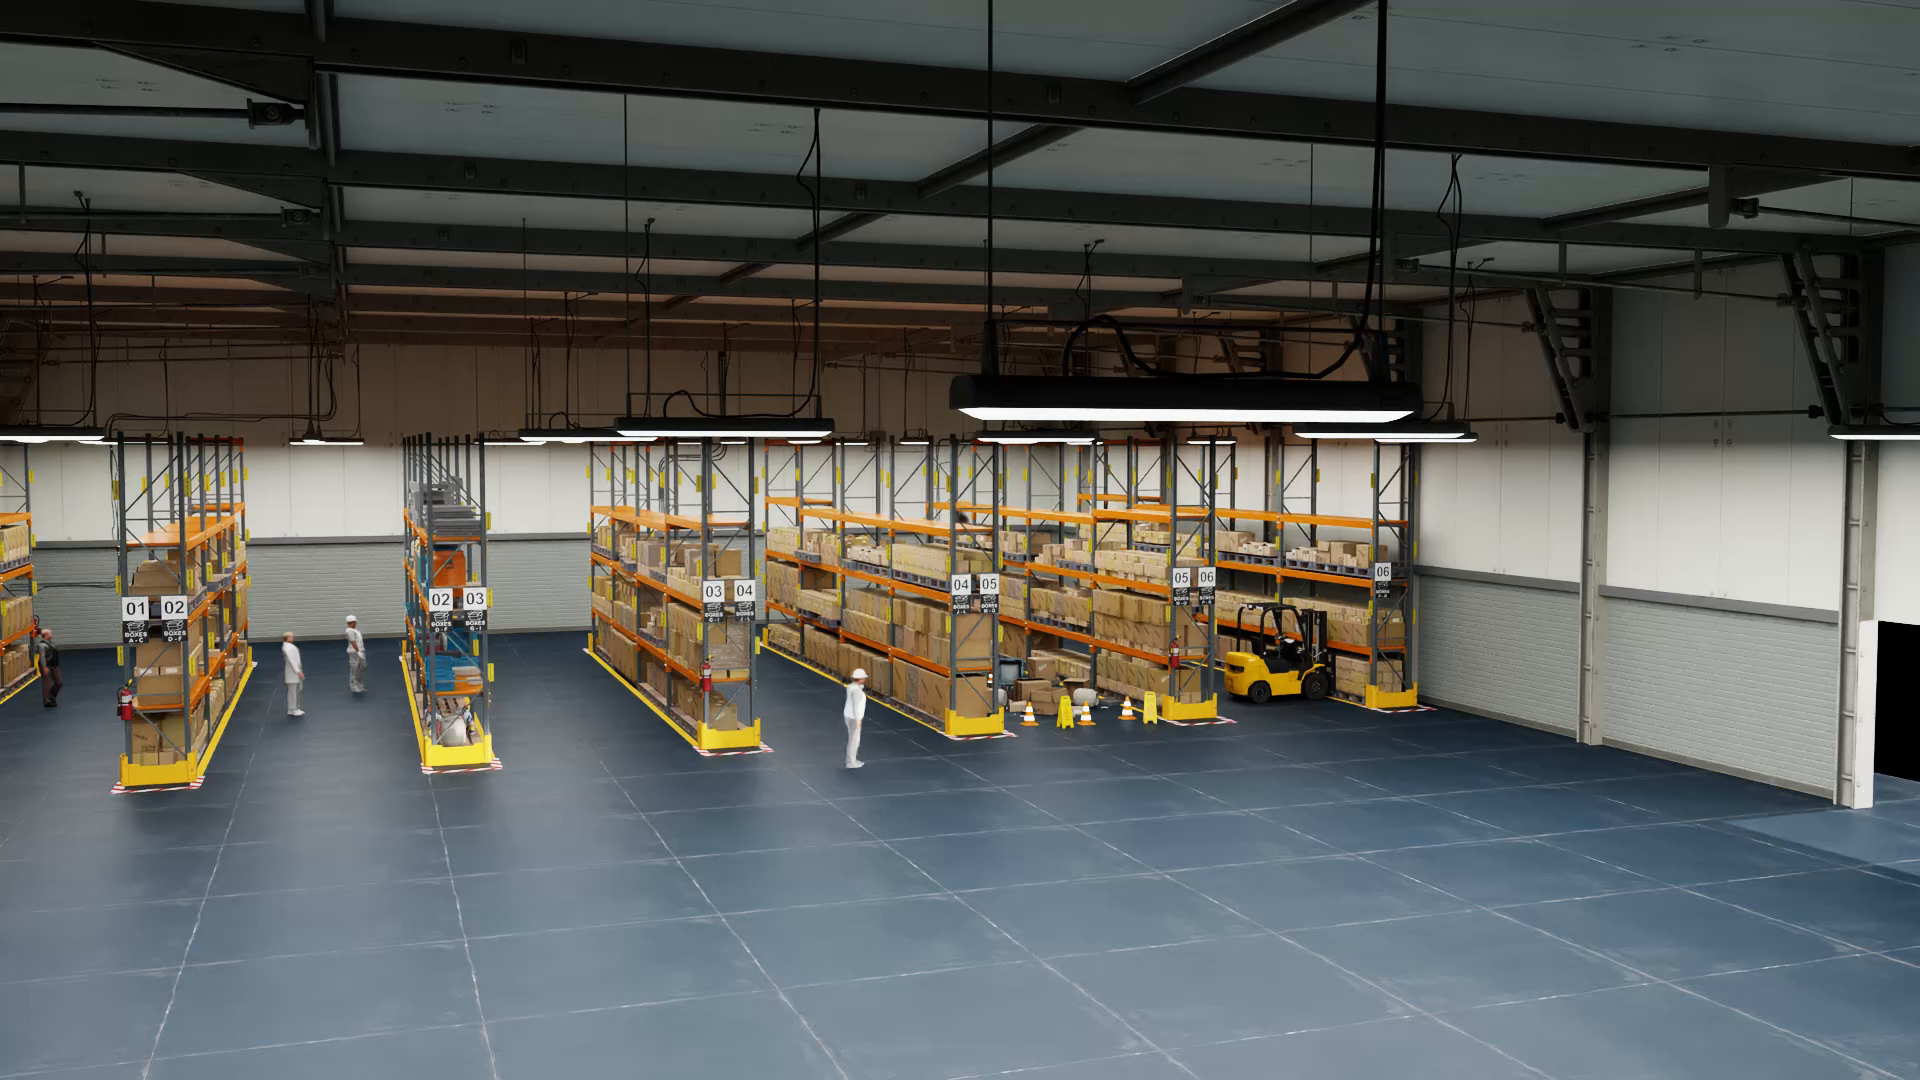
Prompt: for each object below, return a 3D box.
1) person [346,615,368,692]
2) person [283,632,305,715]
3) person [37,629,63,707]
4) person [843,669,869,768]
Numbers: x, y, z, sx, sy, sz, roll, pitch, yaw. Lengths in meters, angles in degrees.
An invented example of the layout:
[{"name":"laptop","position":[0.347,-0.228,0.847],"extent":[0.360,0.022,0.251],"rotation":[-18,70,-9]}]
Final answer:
[{"name":"person","position":[-14.170,2.682,39.040],"extent":[0.611,1.833,0.591],"rotation":[1,3,9]},{"name":"person","position":[-14.288,2.878,35.709],"extent":[0.558,1.832,0.669],"rotation":[0,3,-1]},{"name":"person","position":[-20.169,2.876,36.822],"extent":[0.443,1.639,0.581],"rotation":[0,3,8]},{"name":"person","position":[-1.860,3.189,29.807],"extent":[0.448,1.780,0.567],"rotation":[0,3,-8]}]
